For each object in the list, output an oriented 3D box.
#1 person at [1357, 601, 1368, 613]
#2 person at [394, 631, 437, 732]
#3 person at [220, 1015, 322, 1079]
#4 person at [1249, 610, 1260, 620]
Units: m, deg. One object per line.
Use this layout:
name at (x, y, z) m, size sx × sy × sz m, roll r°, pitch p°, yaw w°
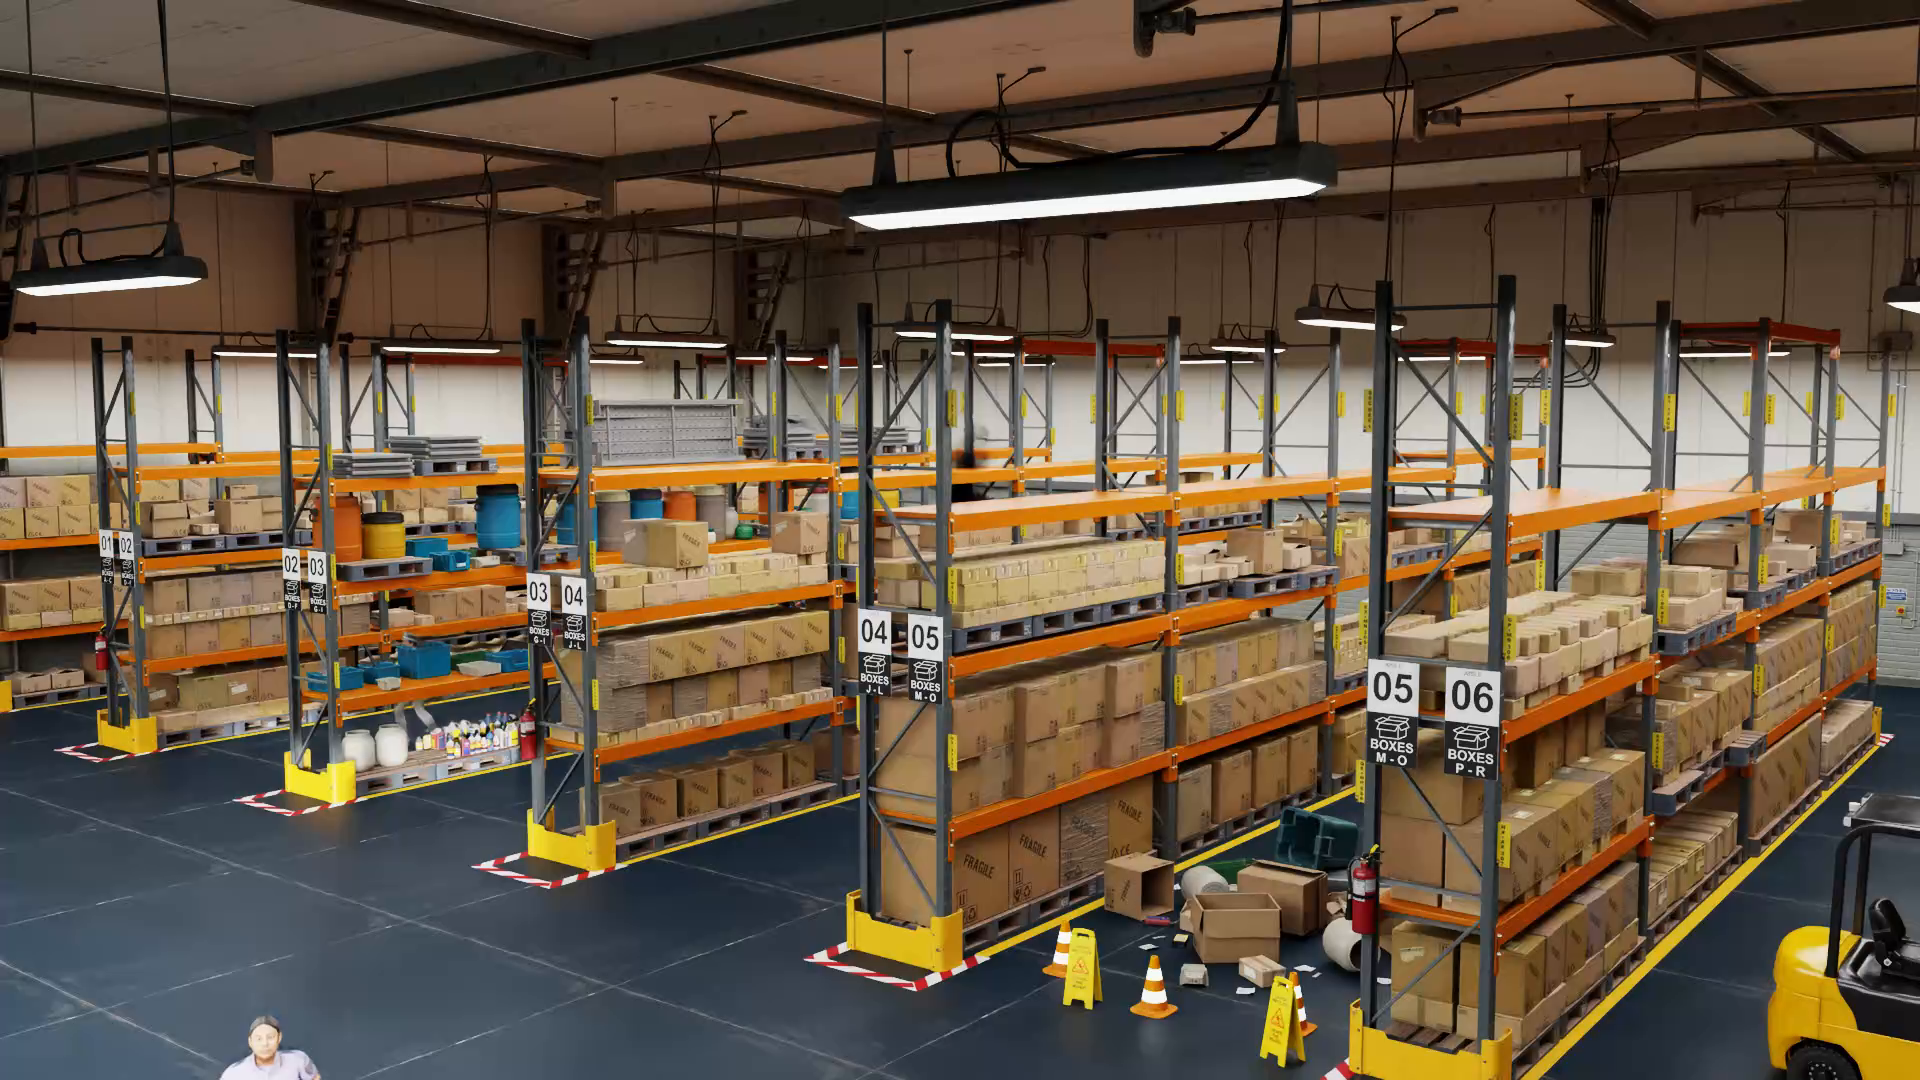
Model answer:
person at (6.668, 1.877, 27.665) m, size 0.693 × 1.765 × 0.902 m, roll 4°, pitch 6°, yaw 38°
person at (-8.032, 2.198, 24.485) m, size 0.600 × 1.743 × 0.767 m, roll 4°, pitch 6°, yaw 40°
person at (-3.964, 3.534, 9.548) m, size 0.607 × 1.627 × 0.849 m, roll -2°, pitch 6°, yaw -25°
person at (4.853, 1.951, 27.501) m, size 0.551 × 1.679 × 0.653 m, roll 3°, pitch 6°, yaw 31°
